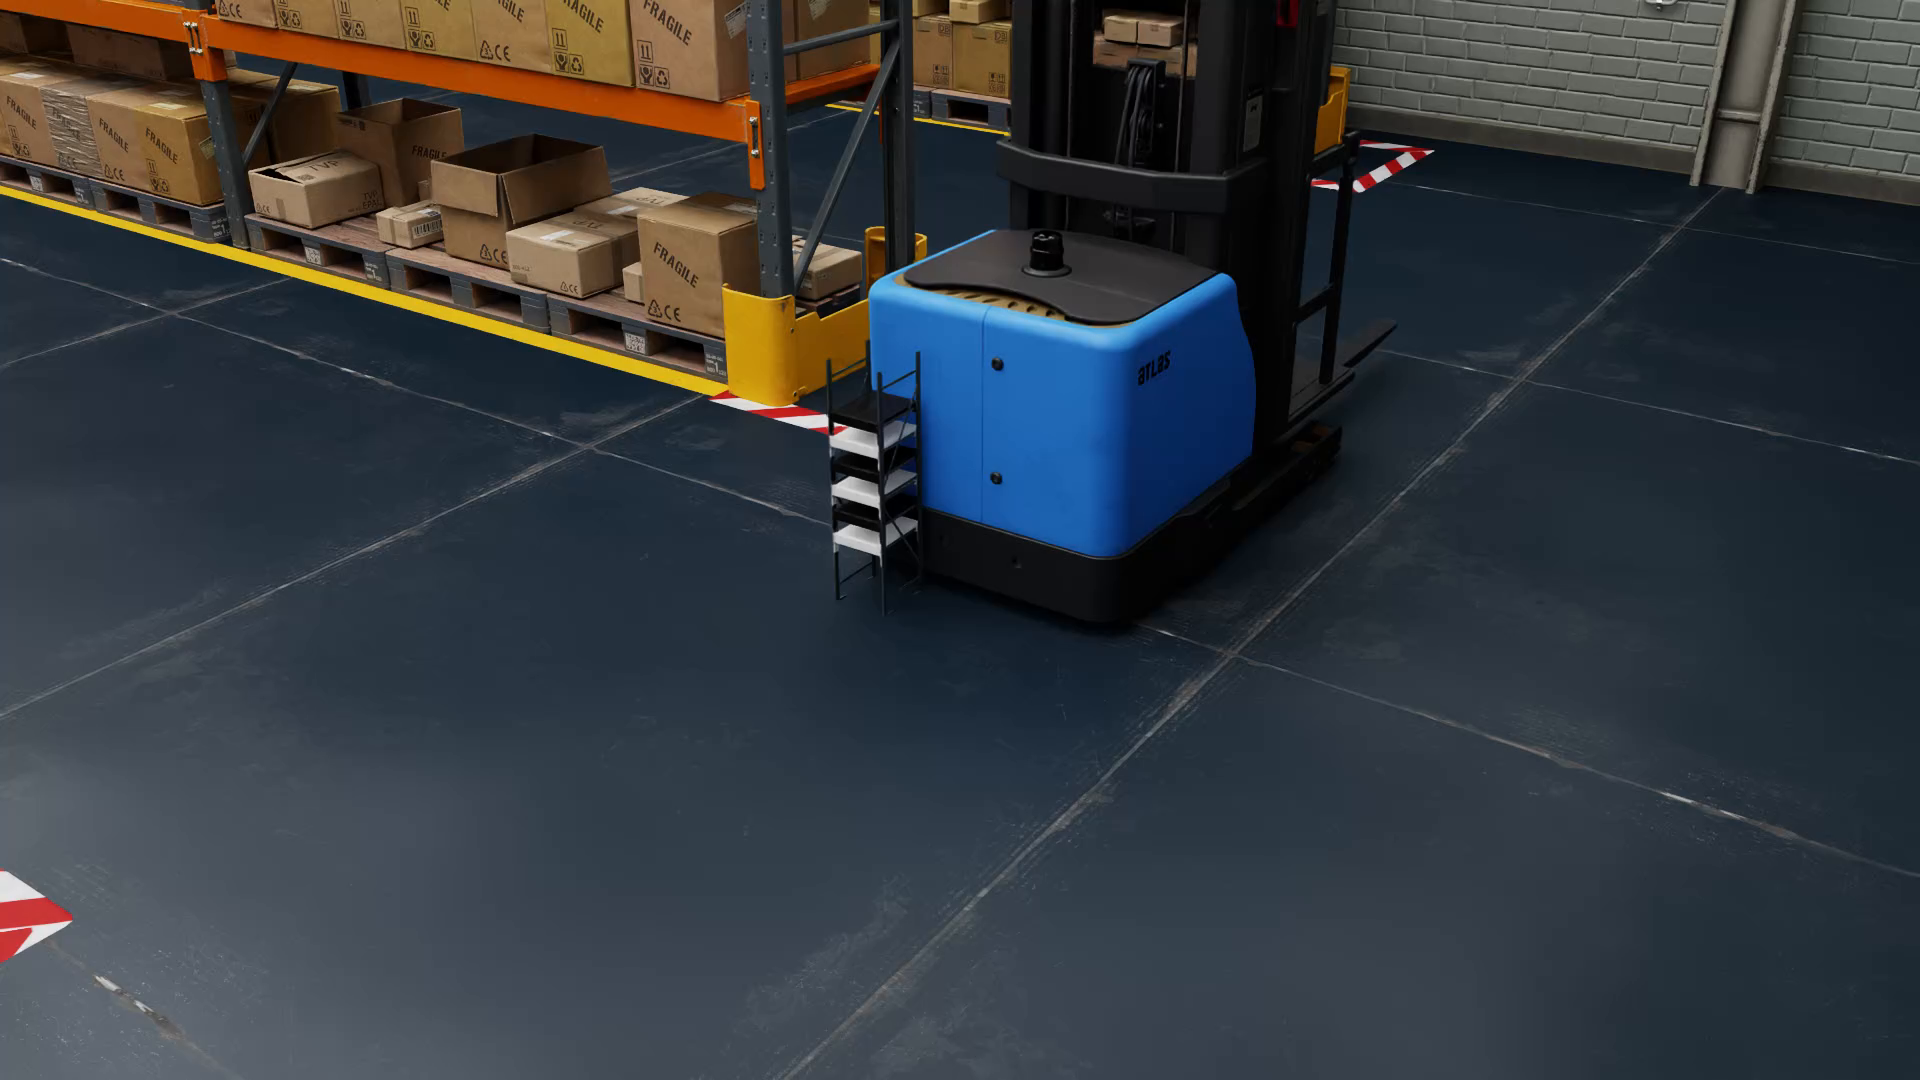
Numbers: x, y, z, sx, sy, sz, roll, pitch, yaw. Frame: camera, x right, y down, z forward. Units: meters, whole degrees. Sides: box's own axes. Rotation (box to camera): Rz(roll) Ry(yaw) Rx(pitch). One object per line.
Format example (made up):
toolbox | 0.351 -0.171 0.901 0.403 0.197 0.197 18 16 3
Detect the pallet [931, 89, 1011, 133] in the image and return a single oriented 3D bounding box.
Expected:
pallet | 0.553 -3.261 12.424 1.213 0.211 1.003 17 32 30

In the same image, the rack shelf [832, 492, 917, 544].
rack shelf | -0.284 -0.094 5.714 0.200 0.077 0.258 16 31 29

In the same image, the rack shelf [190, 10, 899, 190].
rack shelf | -2.192 -2.354 8.361 4.000 0.370 1.077 17 32 30

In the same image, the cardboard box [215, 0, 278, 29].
cardboard box | -3.575 -3.000 8.727 0.500 0.500 0.500 18 32 32

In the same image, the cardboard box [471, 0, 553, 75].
cardboard box | -1.904 -2.481 7.707 0.500 0.500 0.500 18 32 31

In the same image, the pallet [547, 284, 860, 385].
pallet | -1.264 -1.142 8.261 1.213 0.211 1.003 17 32 30

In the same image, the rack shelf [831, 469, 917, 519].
rack shelf | -0.284 -0.174 5.673 0.200 0.077 0.258 16 31 29

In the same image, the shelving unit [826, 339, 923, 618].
shelving unit | -0.284 -0.204 5.658 0.210 0.900 0.258 16 31 29

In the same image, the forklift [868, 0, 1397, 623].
forklift | 0.917 -1.649 6.258 1.130 2.935 3.031 17 32 30

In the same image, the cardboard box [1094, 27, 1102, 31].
cardboard box | 0.797 -3.487 12.087 0.500 0.500 0.700 16 31 29

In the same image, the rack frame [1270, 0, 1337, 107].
rack frame | 2.258 -4.014 10.830 0.127 3.000 1.000 17 32 30

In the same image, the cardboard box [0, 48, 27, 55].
cardboard box | -6.234 -3.145 11.393 0.500 0.500 0.500 19 32 32

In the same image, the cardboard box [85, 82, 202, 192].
cardboard box | -4.812 -2.420 9.968 0.500 0.500 0.500 17 32 30

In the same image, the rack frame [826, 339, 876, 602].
rack frame | -0.369 -0.229 5.707 0.006 0.900 0.240 16 31 29

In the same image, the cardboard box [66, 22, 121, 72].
cardboard box | -5.339 -3.205 10.685 0.500 0.250 0.500 17 31 29

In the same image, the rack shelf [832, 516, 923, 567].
rack shelf | -0.284 -0.014 5.755 0.200 0.077 0.258 16 31 29

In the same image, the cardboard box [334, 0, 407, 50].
cardboard box | -2.740 -2.740 8.217 0.500 0.500 0.500 17 32 30

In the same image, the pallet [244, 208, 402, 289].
pallet | -3.275 -1.768 9.492 1.213 0.211 1.003 17 32 30

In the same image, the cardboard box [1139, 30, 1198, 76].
cardboard box | 1.625 -3.229 11.581 0.500 0.500 0.700 17 32 30

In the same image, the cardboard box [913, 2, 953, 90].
cardboard box | -0.068 -3.753 12.611 0.500 0.500 0.700 17 32 30

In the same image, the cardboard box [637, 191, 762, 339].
cardboard box | -1.131 -1.290 7.749 0.500 0.500 0.500 17 32 30

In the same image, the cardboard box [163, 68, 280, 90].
cardboard box | -4.547 -2.618 10.358 0.500 0.500 0.500 18 32 31

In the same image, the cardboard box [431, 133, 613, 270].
cardboard box | -2.289 -1.791 8.729 0.637 0.503 0.797 17 32 30

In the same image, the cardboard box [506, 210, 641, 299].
cardboard box | -1.897 -1.434 8.307 0.500 0.250 0.500 17 32 30

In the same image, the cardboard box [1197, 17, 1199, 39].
cardboard box | 1.841 -3.561 11.518 0.250 0.149 0.380 18 32 31

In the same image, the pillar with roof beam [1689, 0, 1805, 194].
pillar with roof beam | 2.536 -4.708 5.580 0.400 9.000 9.100 17 32 30

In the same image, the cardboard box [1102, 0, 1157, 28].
cardboard box | 1.217 -3.755 11.900 0.250 0.149 0.380 18 32 31

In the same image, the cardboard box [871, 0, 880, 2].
cardboard box | -0.488 -4.284 12.939 0.250 0.149 0.380 17 32 30

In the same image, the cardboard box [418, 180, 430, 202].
cardboard box | -2.867 -1.999 9.530 0.250 0.149 0.380 17 32 30

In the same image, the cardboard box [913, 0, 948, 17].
cardboard box | -0.302 -4.017 12.413 0.250 0.149 0.380 19 32 32

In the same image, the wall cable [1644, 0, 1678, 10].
wall cable | 3.849 -4.491 10.648 1.851 1.984 0.084 17 32 30

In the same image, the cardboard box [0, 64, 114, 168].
cardboard box | -5.646 -2.678 10.477 0.500 0.500 0.500 16 31 29

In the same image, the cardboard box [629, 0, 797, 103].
cardboard box | -1.067 -2.219 7.192 0.500 0.500 0.500 18 32 32

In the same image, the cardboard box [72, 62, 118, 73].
cardboard box | -5.371 -2.879 10.872 0.500 0.500 0.500 16 31 28

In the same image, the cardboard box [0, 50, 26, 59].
cardboard box | -6.490 -2.941 10.993 0.500 0.500 0.500 16 31 29

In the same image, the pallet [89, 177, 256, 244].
pallet | -4.532 -2.140 10.222 1.213 0.211 1.003 17 32 30

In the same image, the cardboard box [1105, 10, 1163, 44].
cardboard box | 1.204 -3.549 11.493 0.250 0.149 0.380 18 32 32

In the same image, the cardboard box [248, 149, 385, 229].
cardboard box | -3.617 -1.997 9.346 0.500 0.311 0.500 17 32 30

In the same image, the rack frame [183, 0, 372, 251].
rack frame | -3.840 -3.188 9.207 0.127 3.000 1.000 17 32 30

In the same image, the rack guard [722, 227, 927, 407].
rack guard | -0.606 -1.066 7.794 0.348 0.500 1.175 17 32 30

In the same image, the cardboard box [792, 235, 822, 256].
cardboard box | -0.900 -1.394 8.321 0.250 0.166 0.380 17 32 30
